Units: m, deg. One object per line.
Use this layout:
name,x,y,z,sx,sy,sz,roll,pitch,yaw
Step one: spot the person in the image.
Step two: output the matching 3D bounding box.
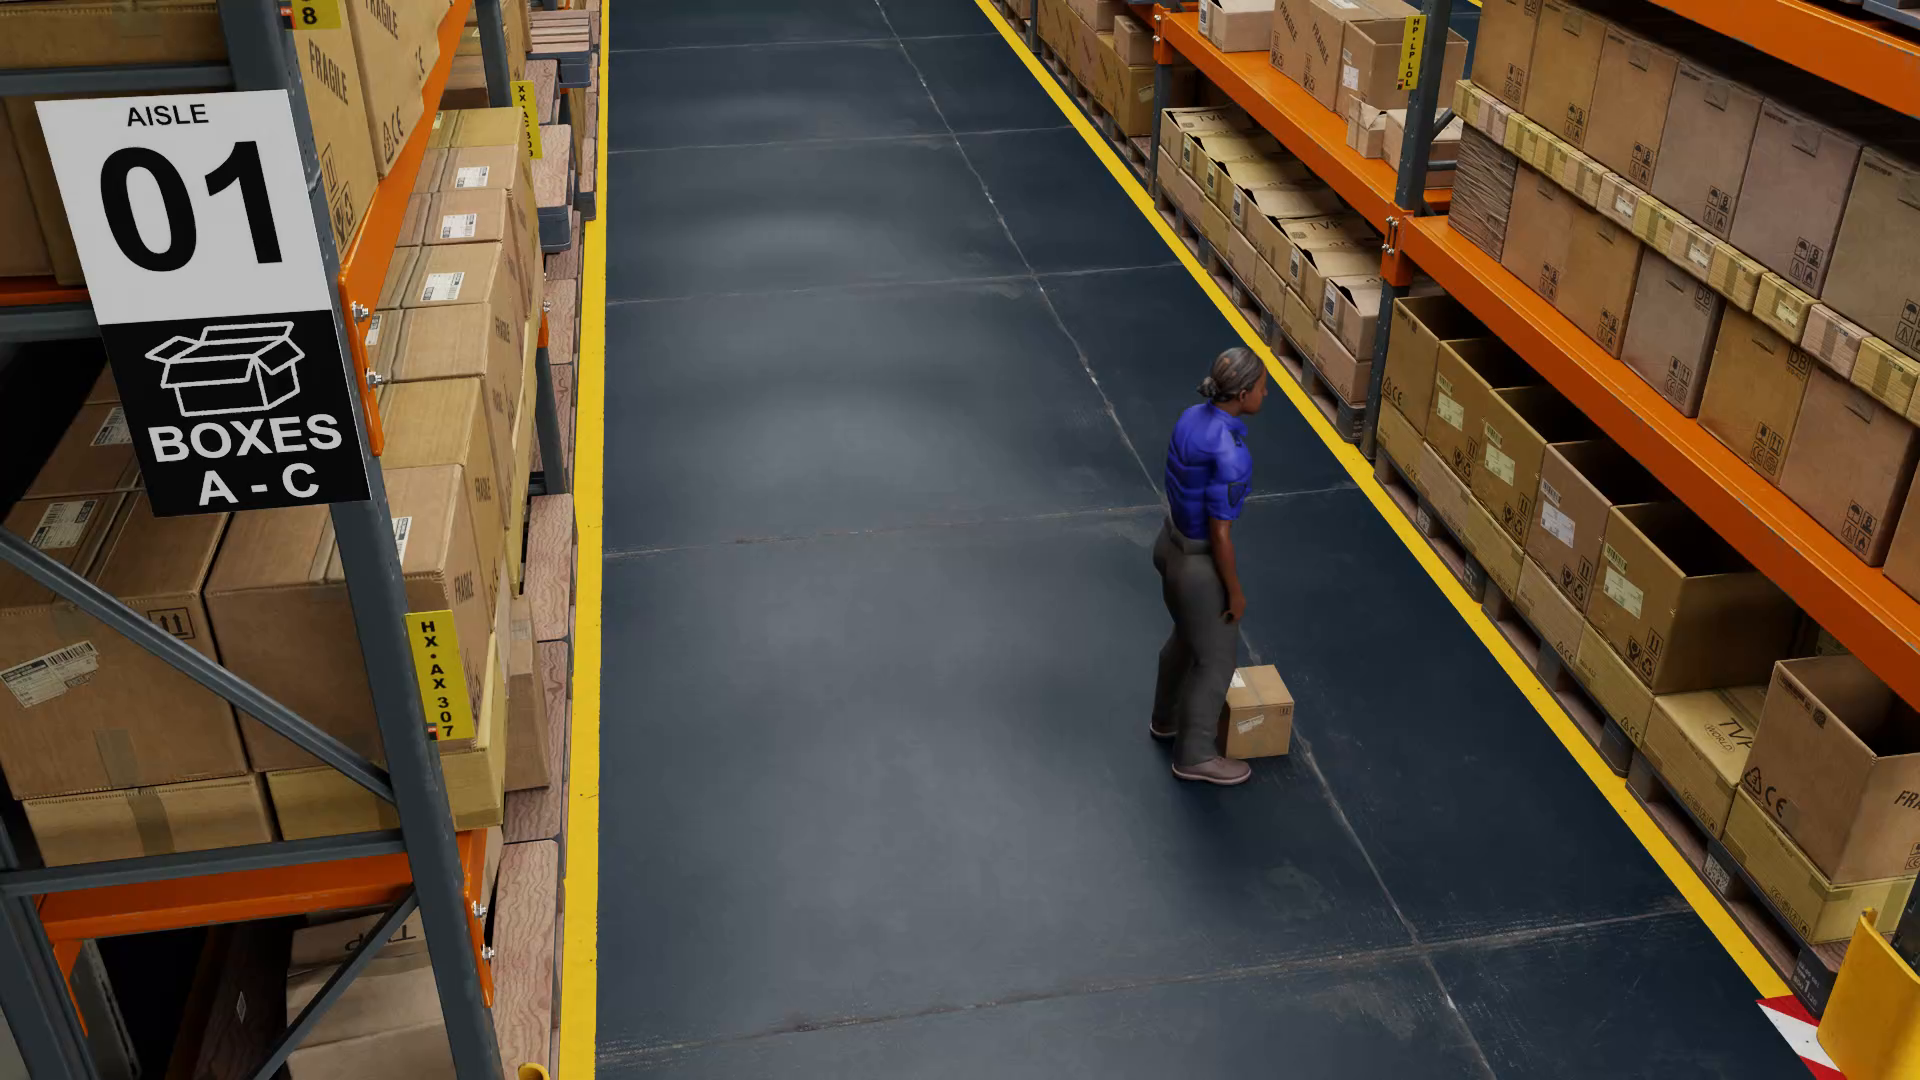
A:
person,0.891,0.086,5.993,0.351,1.655,0.523,-6,31,-10
